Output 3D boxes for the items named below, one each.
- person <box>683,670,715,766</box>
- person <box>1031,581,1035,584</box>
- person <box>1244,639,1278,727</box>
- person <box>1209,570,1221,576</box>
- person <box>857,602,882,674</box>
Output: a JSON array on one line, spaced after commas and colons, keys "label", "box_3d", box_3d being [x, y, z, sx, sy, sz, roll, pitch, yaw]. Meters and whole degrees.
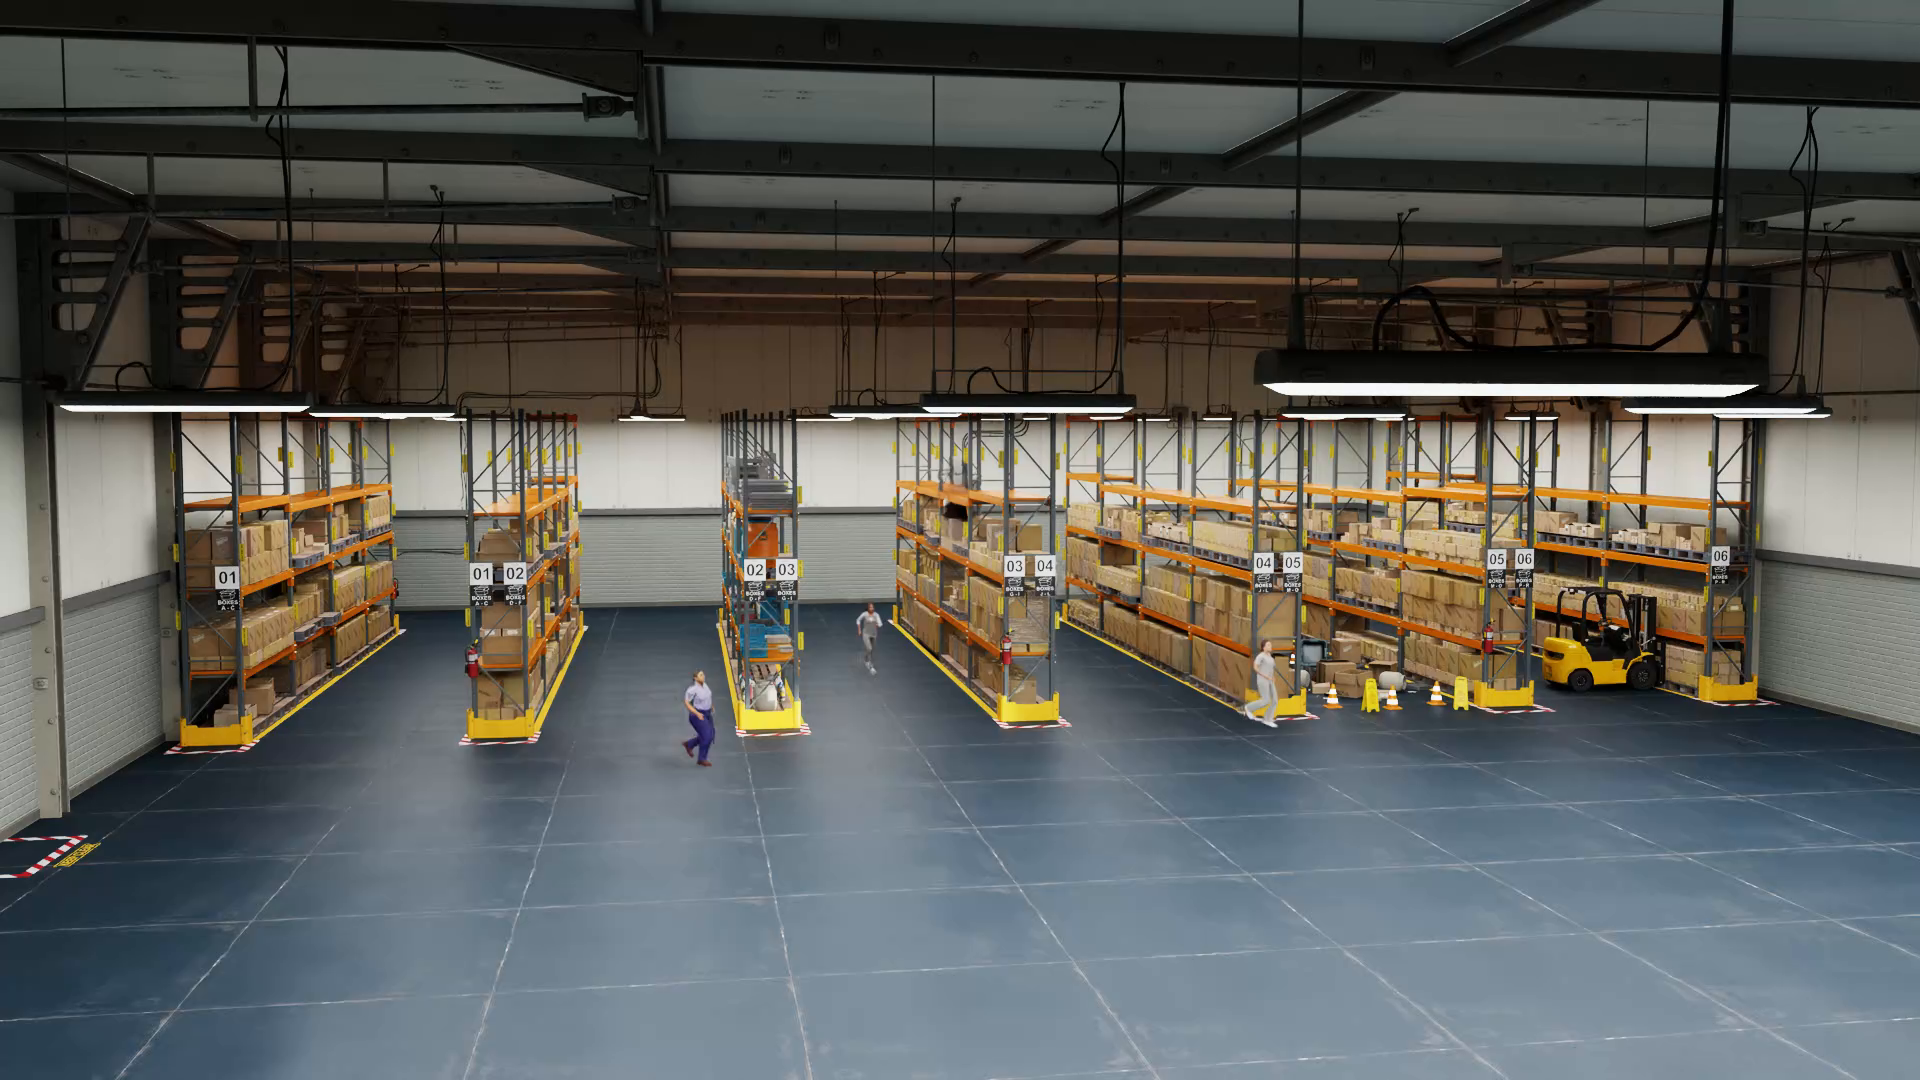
[{"label": "person", "box_3d": [-4.412, 2.980, 27.961, 0.585, 1.625, 0.602, 2, 4, 22]}, {"label": "person", "box_3d": [2.261, 1.435, 49.469, 0.821, 1.679, 0.856, -2, 4, -28]}, {"label": "person", "box_3d": [5.750, 2.718, 31.617, 0.691, 1.645, 0.581, 4, 5, 41]}, {"label": "person", "box_3d": [7.758, 1.327, 50.727, 0.774, 1.722, 0.735, 0, 4, 3]}, {"label": "person", "box_3d": [-2.076, 2.238, 38.270, 0.520, 1.597, 0.855, -2, 4, -22]}]
